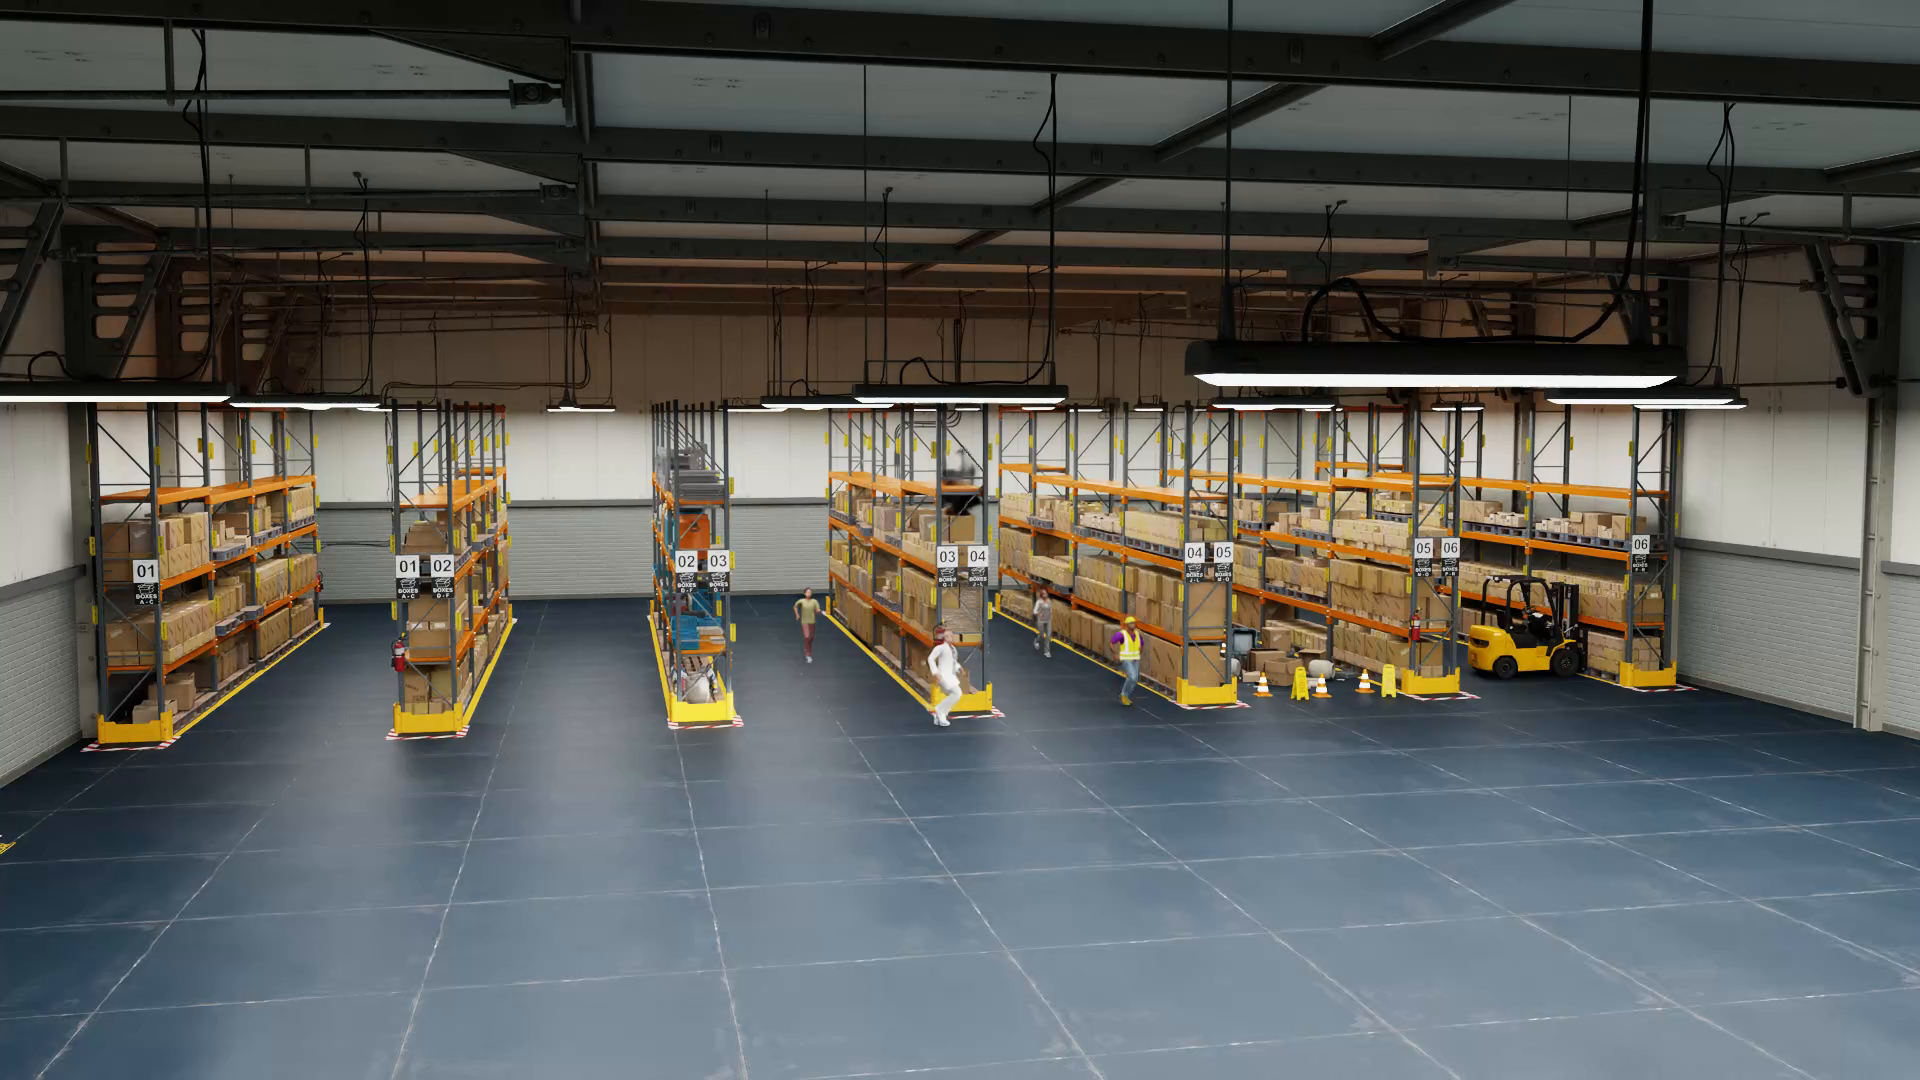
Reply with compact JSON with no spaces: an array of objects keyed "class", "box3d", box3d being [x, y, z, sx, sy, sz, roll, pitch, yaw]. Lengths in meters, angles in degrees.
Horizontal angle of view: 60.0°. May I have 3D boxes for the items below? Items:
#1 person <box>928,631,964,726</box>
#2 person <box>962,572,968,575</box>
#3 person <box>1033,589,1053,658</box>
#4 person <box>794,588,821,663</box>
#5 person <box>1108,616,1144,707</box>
[{"class":"person","box3d":[-0.189,2.549,30.701,0.589,1.719,0.704,2,5,26]},{"class":"person","box3d":[0.173,1.303,47.132,0.693,1.787,0.682,-1,4,-11]},{"class":"person","box3d":[1.984,1.962,39.437,0.539,1.587,0.831,-2,5,-20]},{"class":"person","box3d":[-3.529,1.951,38.701,0.562,1.692,0.904,-2,5,-22]},{"class":"person","box3d":[3.357,2.386,32.764,0.679,1.755,0.613,-2,5,-29]}]
